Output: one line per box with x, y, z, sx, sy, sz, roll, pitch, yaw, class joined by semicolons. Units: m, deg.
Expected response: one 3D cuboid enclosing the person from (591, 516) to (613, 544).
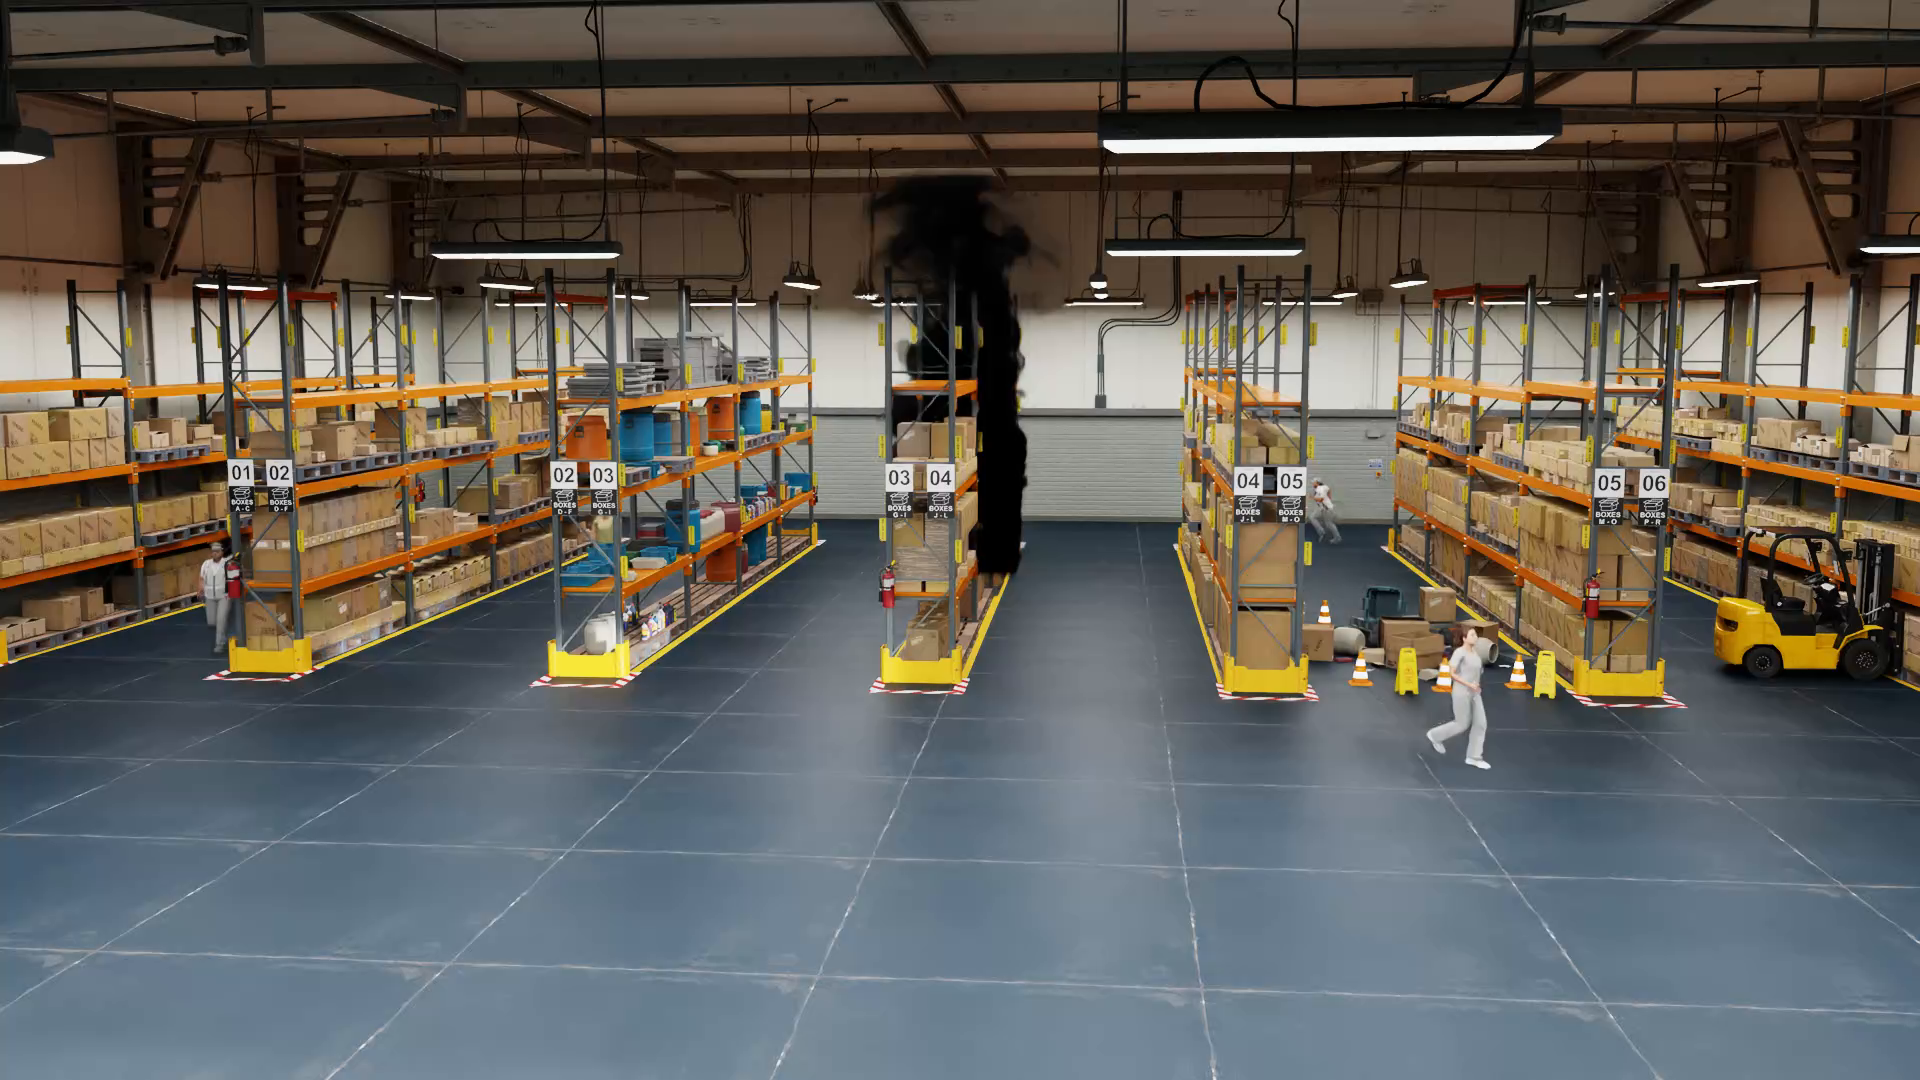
-7.141;0.108;33.539;0.564;1.656;0.933;0;7;-4;person

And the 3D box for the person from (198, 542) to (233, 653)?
-11.911;0.897;26.785;0.663;1.757;0.752;-1;7;-5;person

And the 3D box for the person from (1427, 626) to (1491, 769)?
5.911;1.820;19.584;0.572;1.658;0.823;-6;9;-40;person

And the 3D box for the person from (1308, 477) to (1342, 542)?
8.890;-0.734;40.575;0.864;1.596;0.593;0;7;0;person
